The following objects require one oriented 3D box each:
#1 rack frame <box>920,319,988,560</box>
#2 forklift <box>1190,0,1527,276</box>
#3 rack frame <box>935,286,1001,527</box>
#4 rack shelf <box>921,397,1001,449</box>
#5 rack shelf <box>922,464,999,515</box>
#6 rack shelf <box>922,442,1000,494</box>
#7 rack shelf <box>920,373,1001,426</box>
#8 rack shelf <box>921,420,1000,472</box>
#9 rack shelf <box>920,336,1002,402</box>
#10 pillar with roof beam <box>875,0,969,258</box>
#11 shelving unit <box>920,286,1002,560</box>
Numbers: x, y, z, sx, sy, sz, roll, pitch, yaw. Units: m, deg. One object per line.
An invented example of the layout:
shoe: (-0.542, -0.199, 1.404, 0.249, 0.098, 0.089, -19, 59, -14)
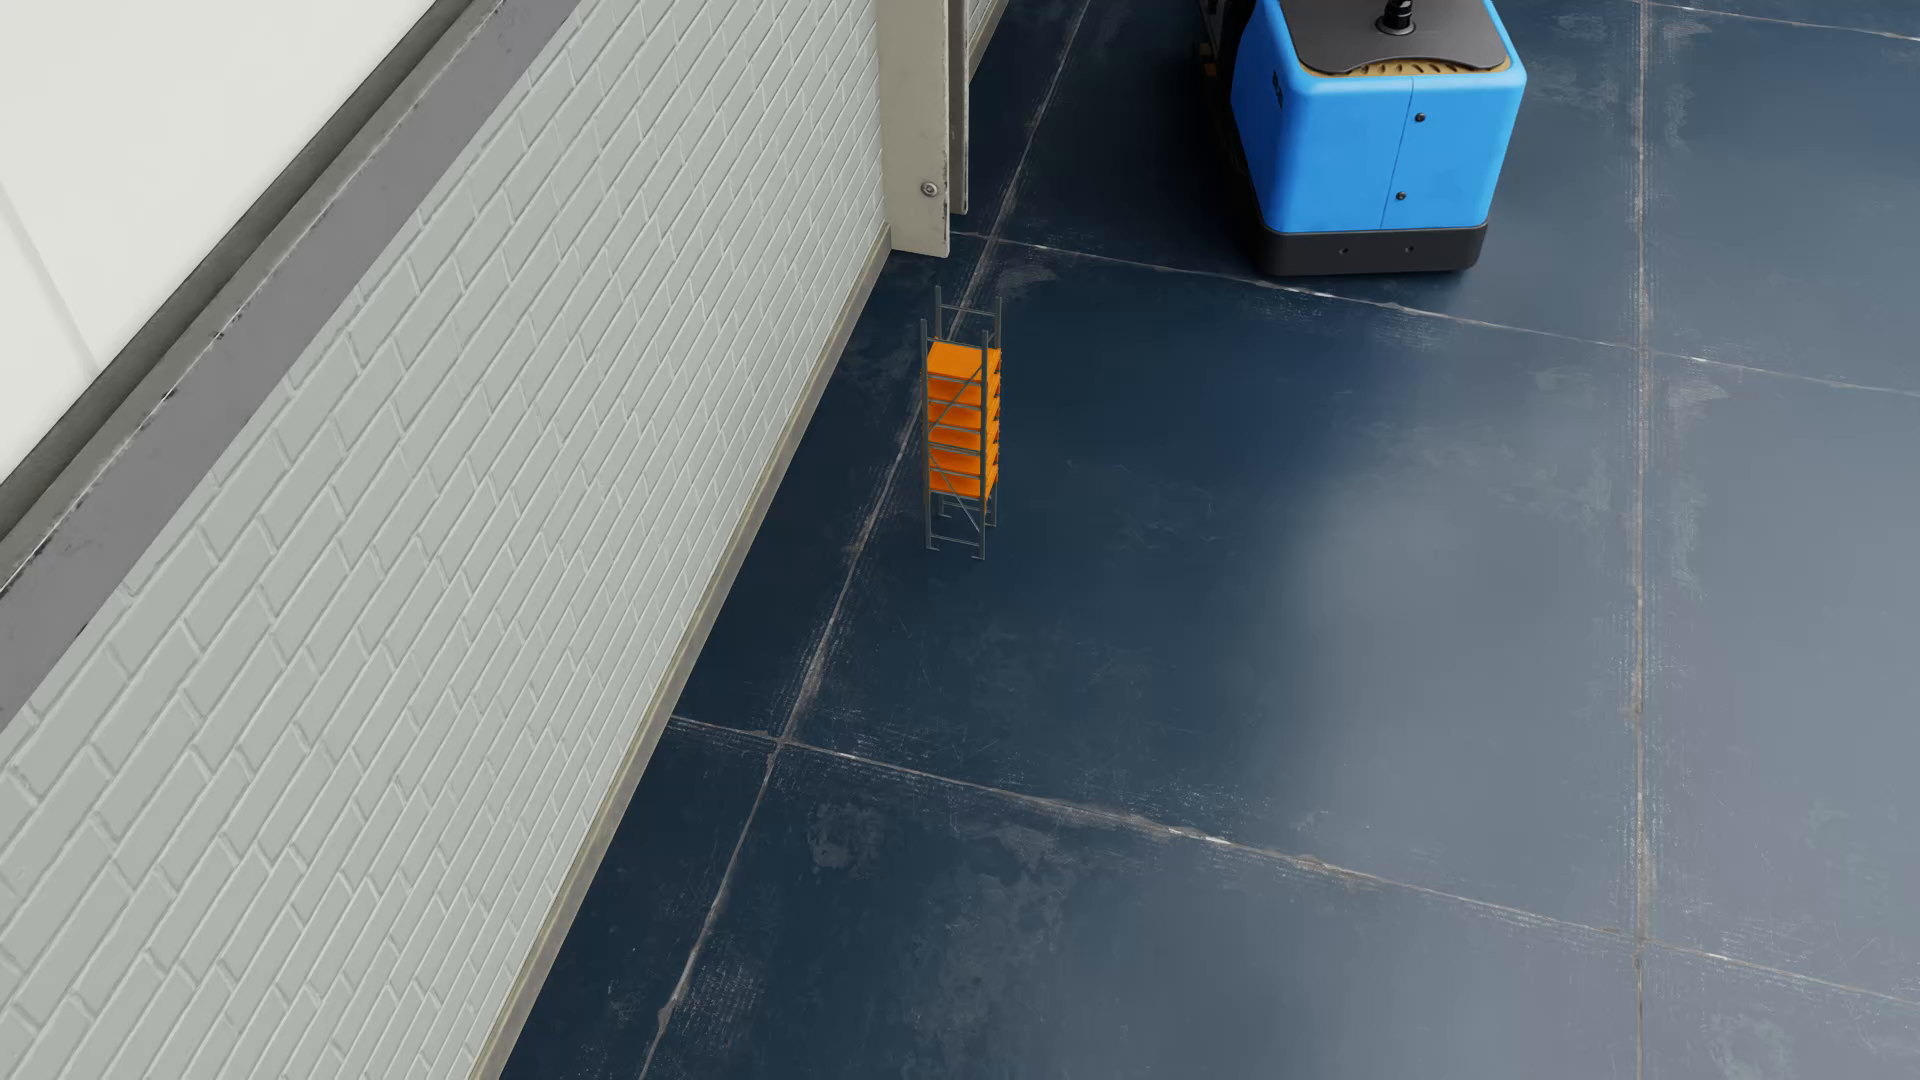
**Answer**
rack frame: (-0.020, -0.341, 6.170, 0.240, 1.200, 0.006, 12, 50, 10)
forklift: (1.810, -3.284, 7.612, 1.130, 2.935, 3.031, -2, 49, -2)
rack frame: (0.028, -0.474, 6.287, 0.240, 1.200, 0.006, 12, 50, 10)
rack shelf: (0.004, -0.458, 6.172, 0.258, 0.103, 0.180, 12, 50, 10)
rack shelf: (0.004, -0.219, 6.442, 0.258, 0.103, 0.180, 12, 50, 10)
rack shelf: (0.004, -0.299, 6.352, 0.258, 0.103, 0.180, 12, 50, 10)
rack shelf: (0.004, -0.537, 6.082, 0.258, 0.103, 0.180, 12, 50, 10)
rack shelf: (0.004, -0.378, 6.262, 0.258, 0.103, 0.180, 12, 50, 10)
rack shelf: (0.004, -0.616, 5.992, 0.258, 0.103, 0.180, 12, 50, 10)
pillar with roof beam: (3.993, -3.632, 3.872, 9.100, 9.000, 0.400, 12, 50, 10)
shelving unit: (0.004, -0.407, 6.228, 0.258, 1.200, 0.189, 12, 50, 10)
